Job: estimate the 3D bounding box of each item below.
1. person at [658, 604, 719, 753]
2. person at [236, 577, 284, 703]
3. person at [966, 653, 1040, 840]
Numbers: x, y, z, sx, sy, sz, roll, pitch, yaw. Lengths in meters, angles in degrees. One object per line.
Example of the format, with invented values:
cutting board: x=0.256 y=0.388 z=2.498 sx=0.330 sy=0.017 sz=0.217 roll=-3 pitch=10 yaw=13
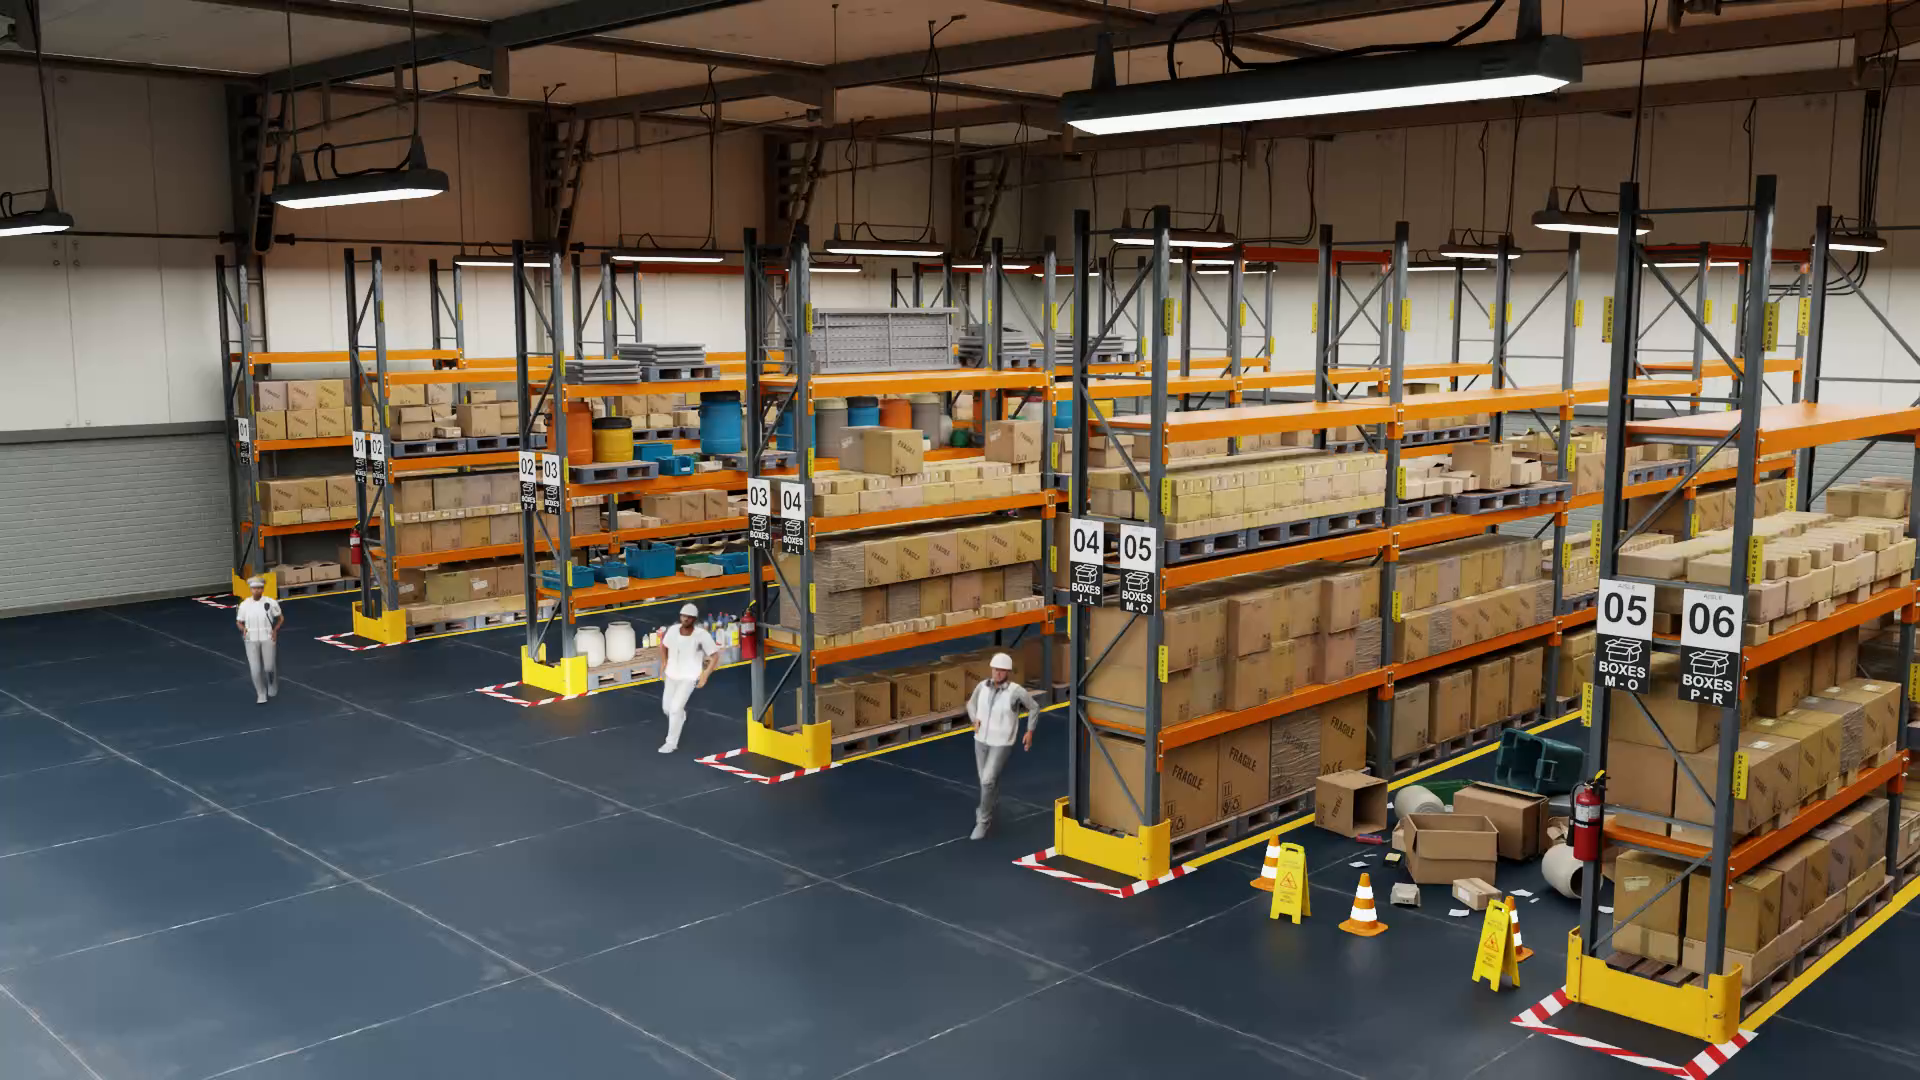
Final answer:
person: x=-3.164 y=1.583 z=19.366 sx=0.750 sy=1.721 sz=0.724 roll=3 pitch=9 yaw=18
person: x=-9.078 y=1.298 z=21.567 sx=0.570 sy=1.654 sz=0.568 roll=-3 pitch=8 yaw=-18
person: x=0.376 y=2.000 z=16.339 sx=0.720 sy=1.819 sz=0.805 roll=5 pitch=9 yaw=30
